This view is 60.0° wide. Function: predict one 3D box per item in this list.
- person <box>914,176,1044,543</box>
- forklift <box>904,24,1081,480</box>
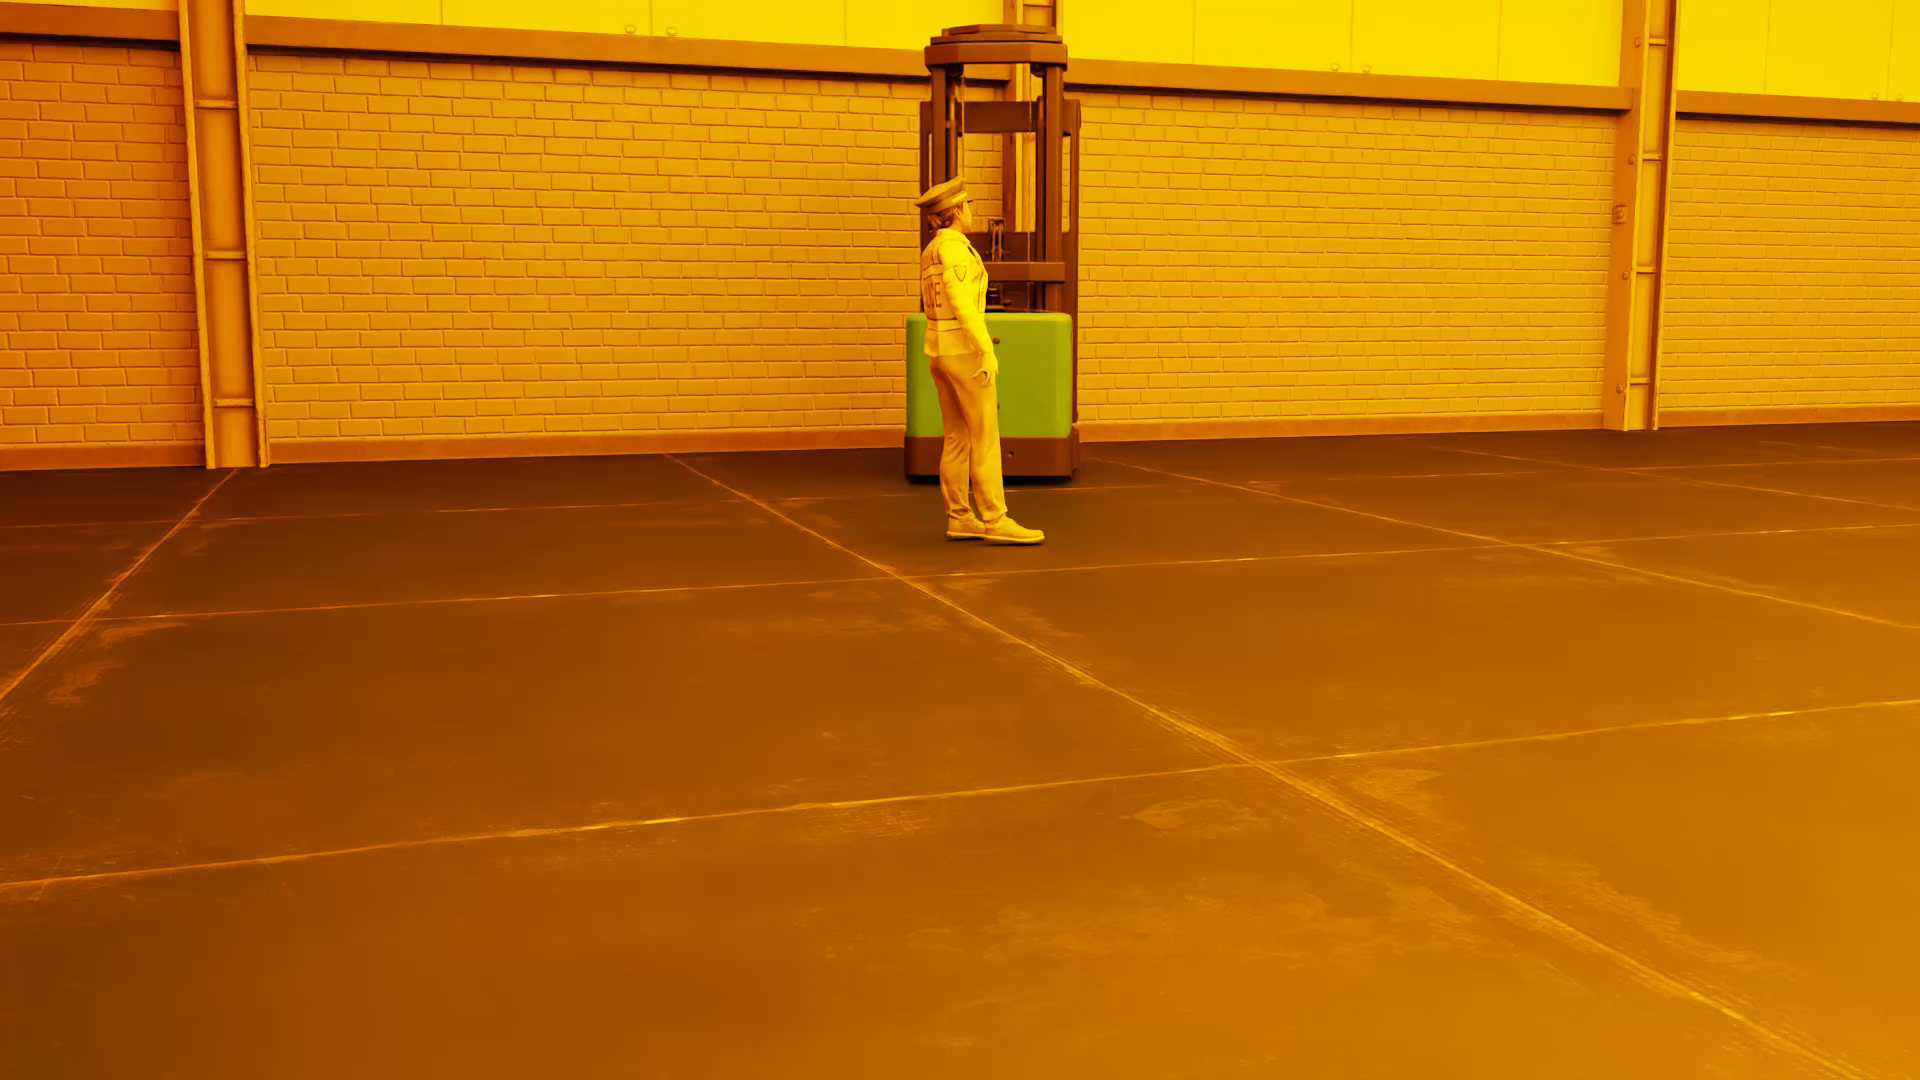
[{"bbox_3d":[0.065,-0.849,7.824,0.533,1.696,0.588,-3,8,-18],"label":"person"},{"bbox_3d":[0.290,-1.984,11.635,1.130,2.935,3.031,1,8,5],"label":"forklift"}]
